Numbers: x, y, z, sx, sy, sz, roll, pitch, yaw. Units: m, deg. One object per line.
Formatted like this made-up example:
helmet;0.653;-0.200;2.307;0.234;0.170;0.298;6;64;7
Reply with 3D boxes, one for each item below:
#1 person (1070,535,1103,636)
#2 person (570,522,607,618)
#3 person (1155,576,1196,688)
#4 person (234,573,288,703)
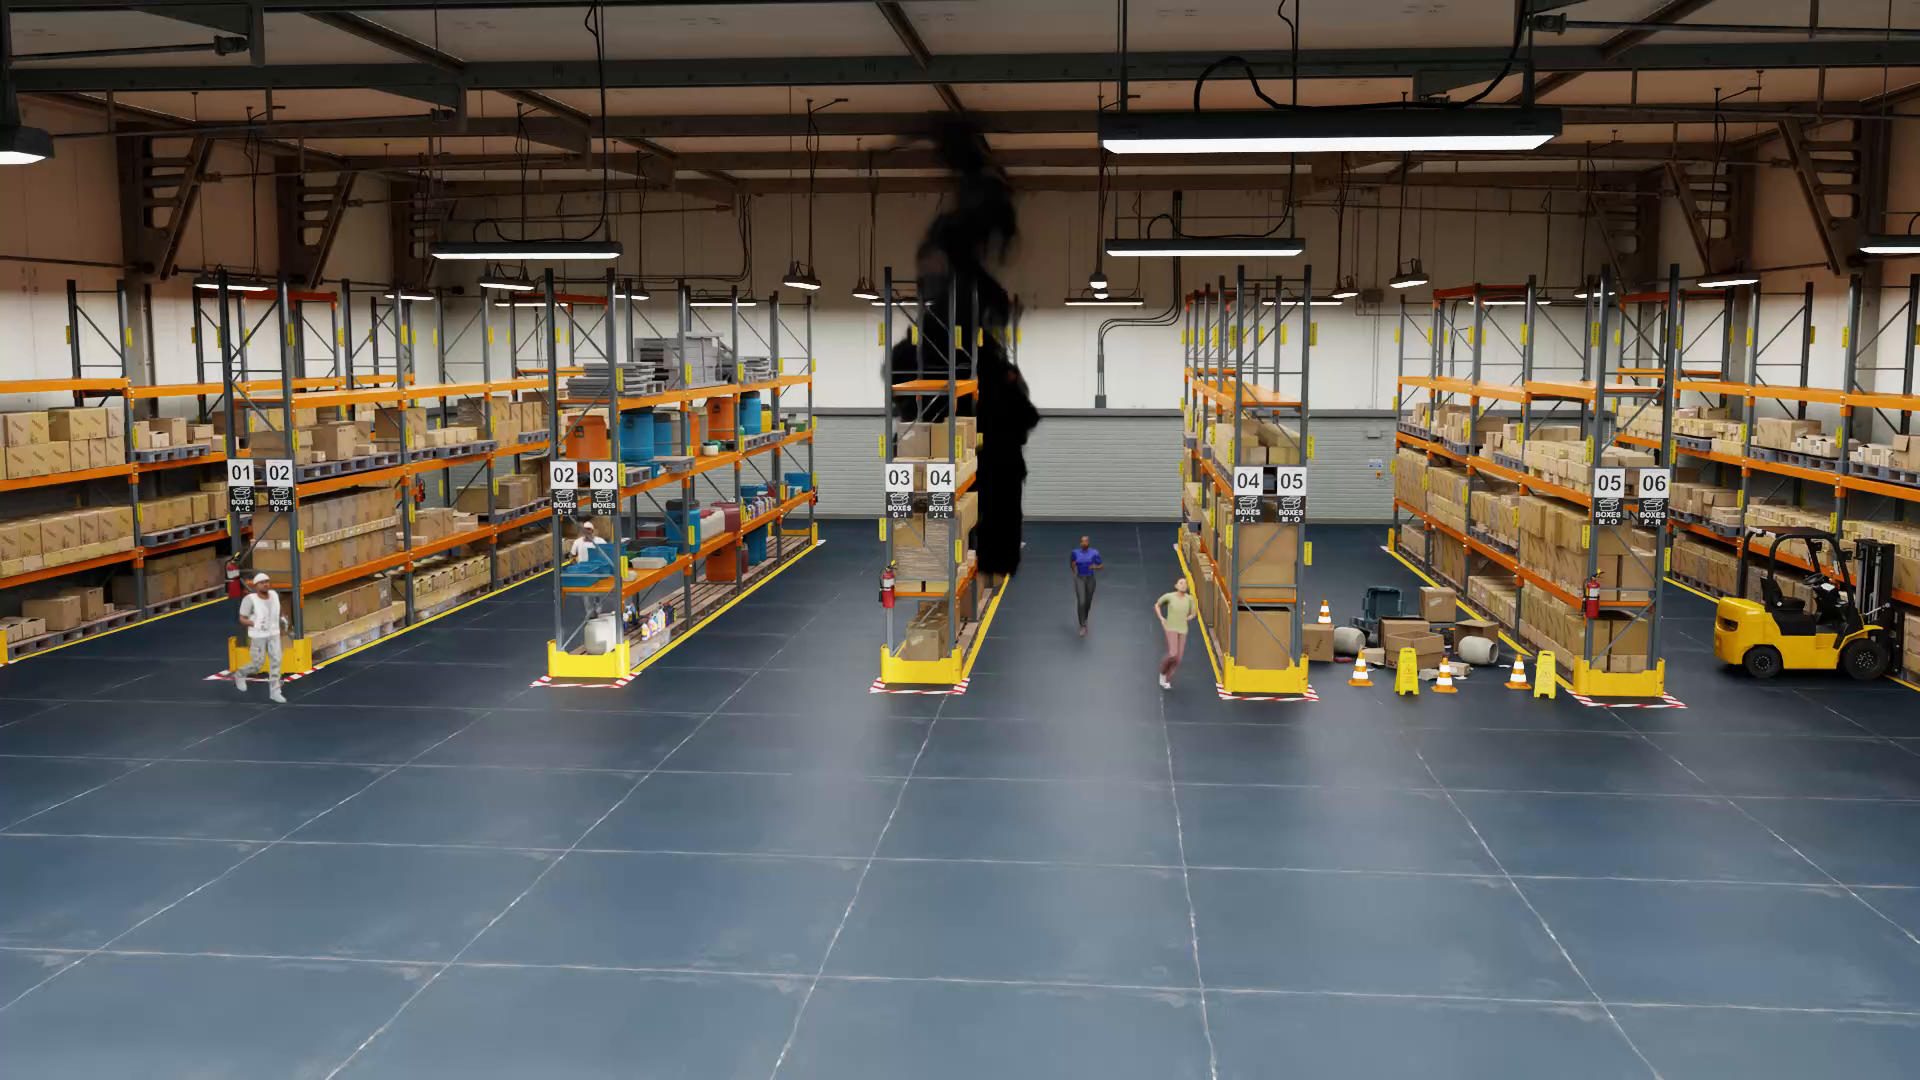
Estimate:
person;2.155;0.753;28.337;0.556;1.704;0.828;0;7;0
person;-6.625;0.540;29.700;0.692;1.720;0.589;0;7;0
person;3.108;1.317;23.729;0.552;1.633;0.563;-2;7;-13
person;-9.670;1.338;23.055;0.924;1.782;0.692;5;9;36
